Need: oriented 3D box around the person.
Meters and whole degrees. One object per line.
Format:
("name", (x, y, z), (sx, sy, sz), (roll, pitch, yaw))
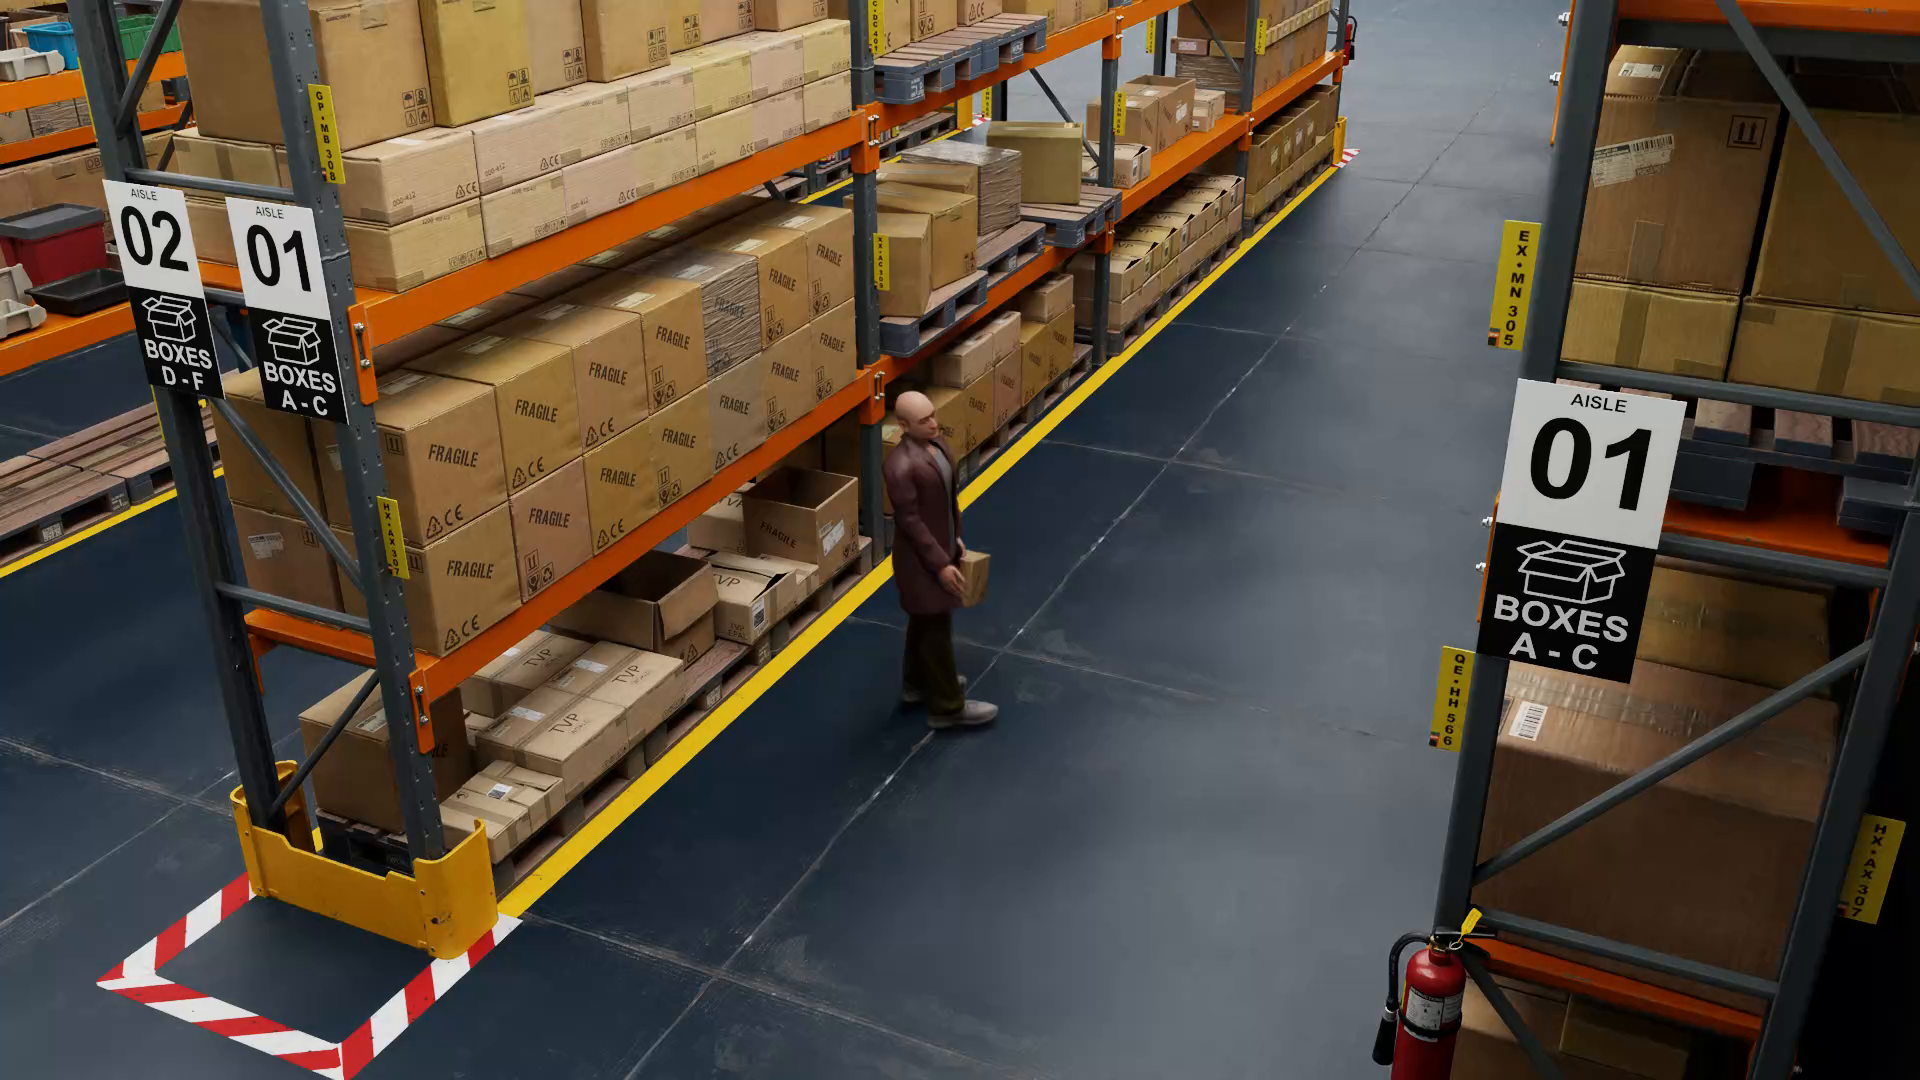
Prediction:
("person", (-0.059, 0.091, 8.394), (0.568, 1.782, 0.582), (6, 26, 13))
